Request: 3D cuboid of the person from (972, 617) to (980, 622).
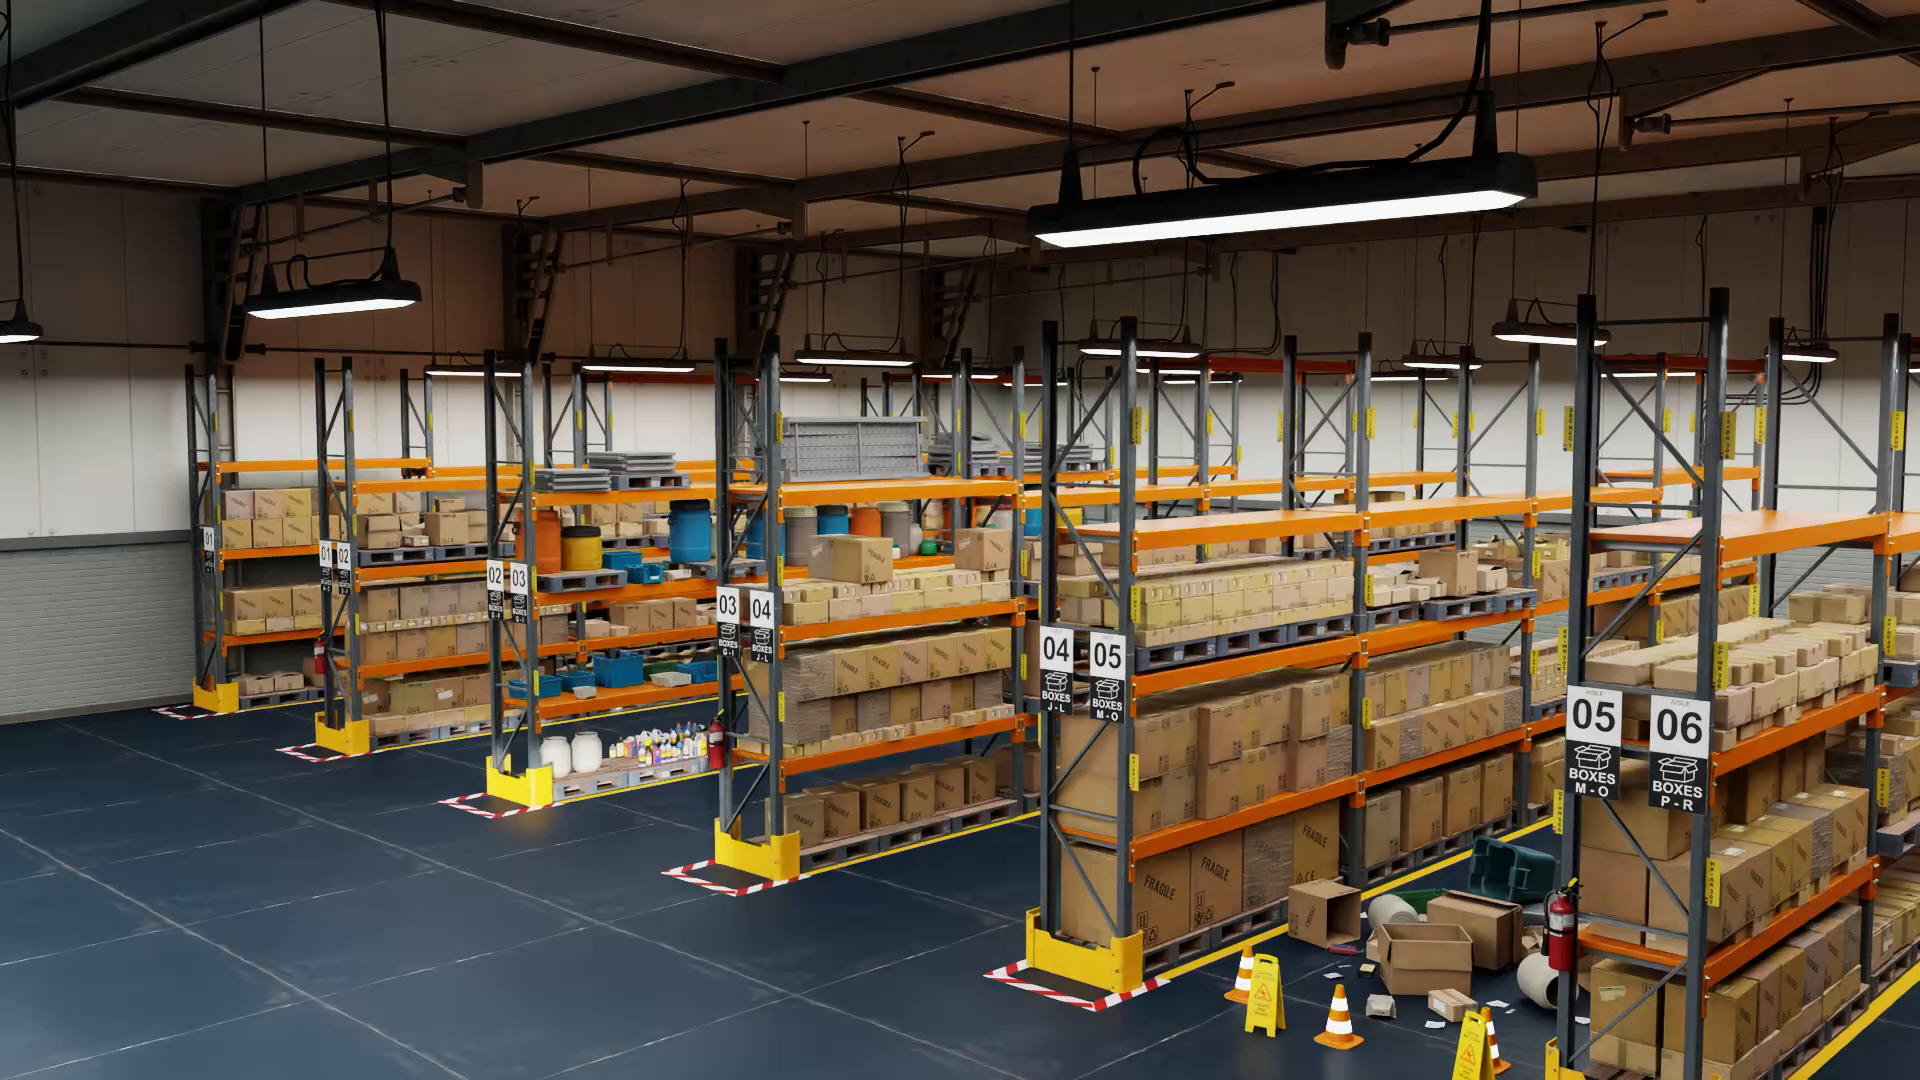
[{"bbox_3d":[0.167,1.813,30.566,0.489,1.646,0.637,-4,6,-43],"label":"person"}]
